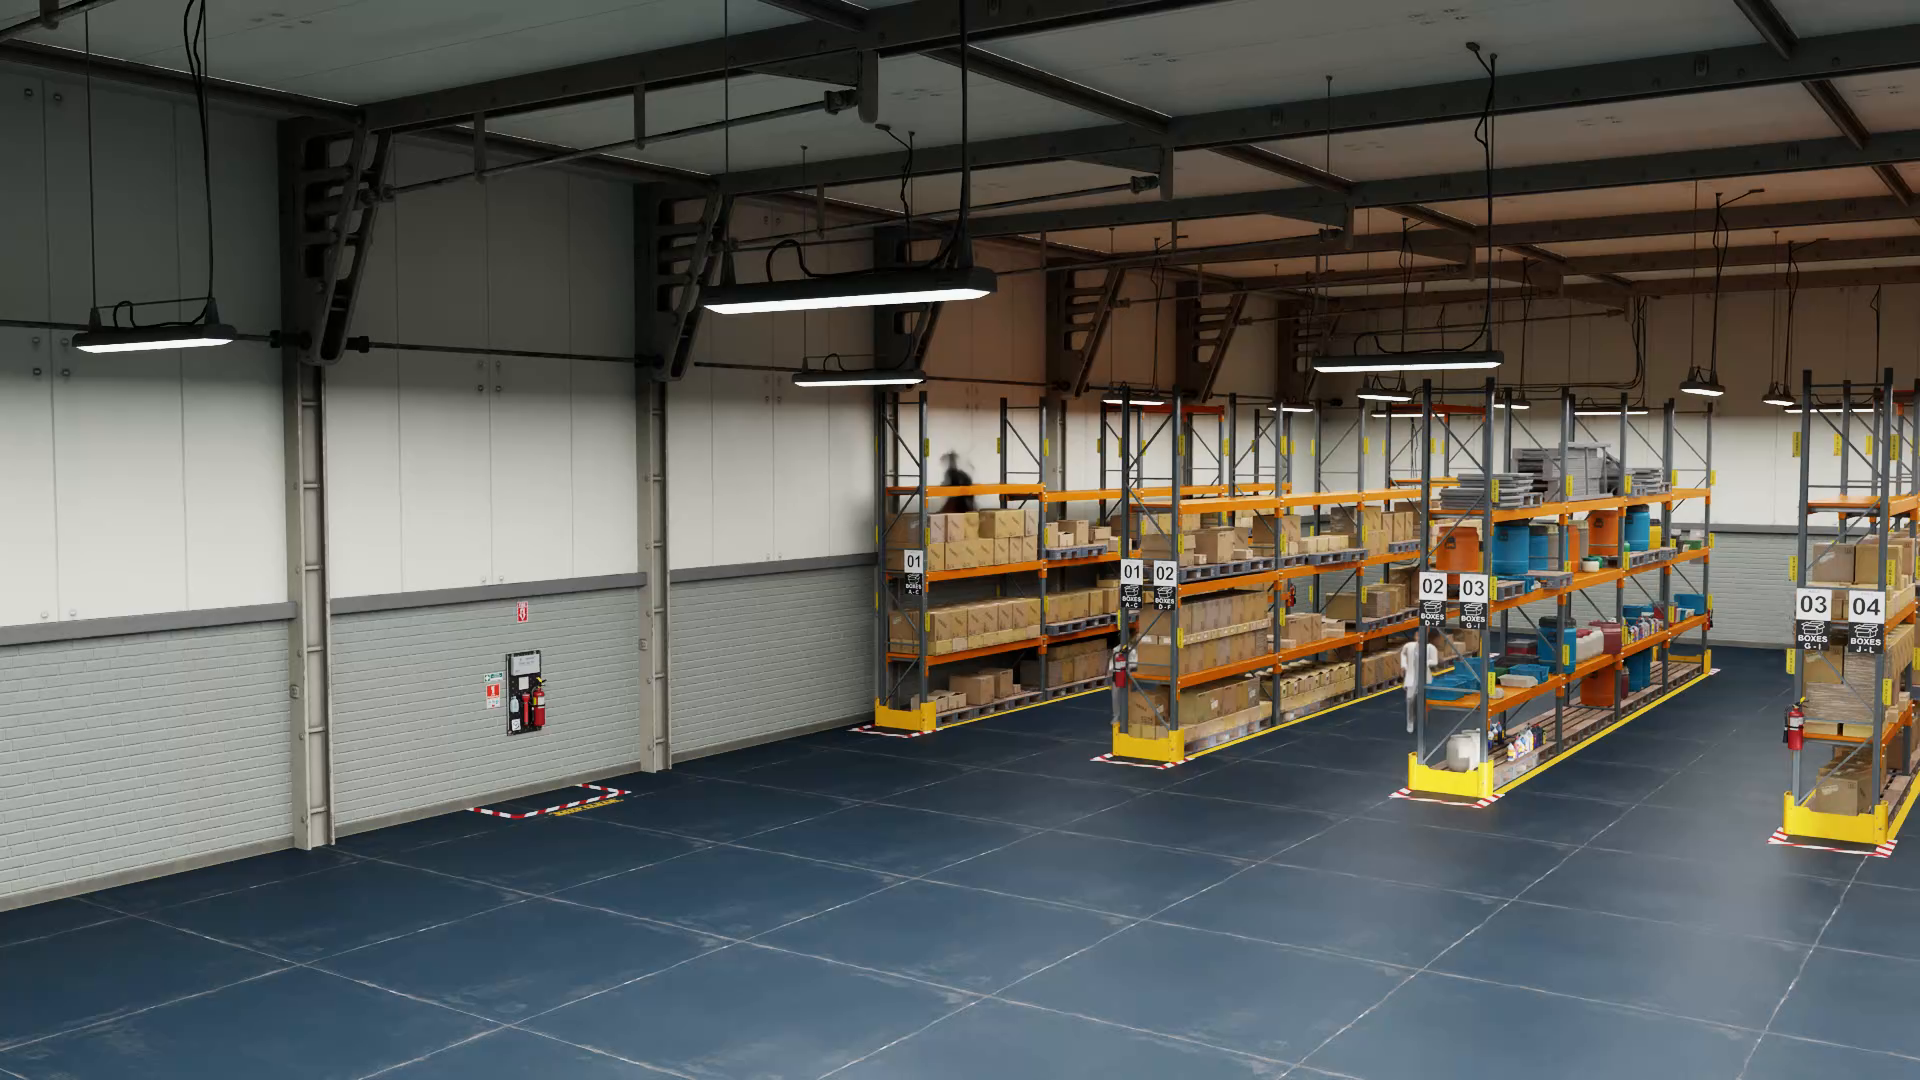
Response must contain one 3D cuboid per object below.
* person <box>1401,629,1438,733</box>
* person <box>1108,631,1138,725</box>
[{"bbox_3d":[8.110,2.584,29.420,0.668,1.645,0.825,1,3,21],"label":"person"},{"bbox_3d":[2.944,2.475,30.173,0.624,1.656,0.836,2,4,29],"label":"person"}]
